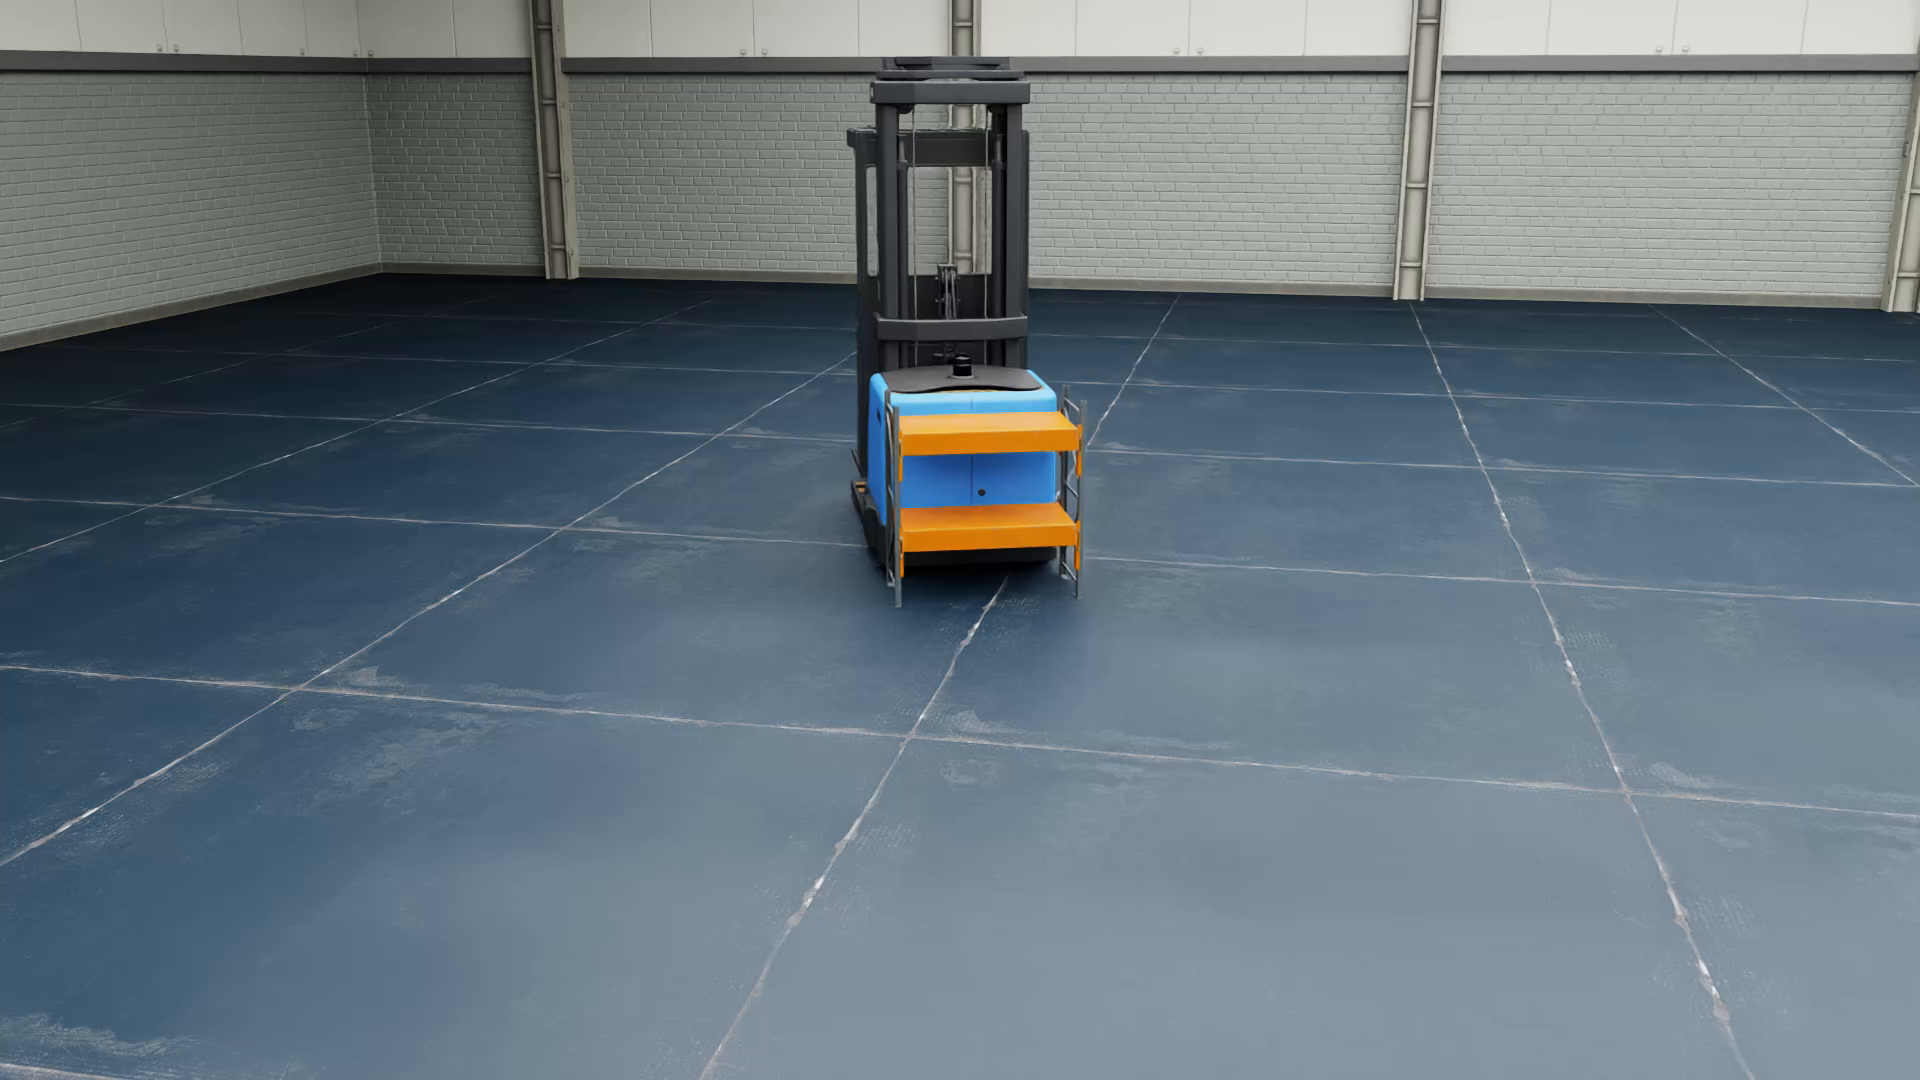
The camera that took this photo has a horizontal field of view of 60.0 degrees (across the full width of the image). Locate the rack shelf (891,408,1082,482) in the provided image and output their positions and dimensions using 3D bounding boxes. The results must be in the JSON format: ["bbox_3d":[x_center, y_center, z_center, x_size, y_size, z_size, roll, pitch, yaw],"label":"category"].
[{"bbox_3d":[0.131,-0.535,9.220,1.000,0.278,0.538,-2,16,-8],"label":"rack shelf"}]

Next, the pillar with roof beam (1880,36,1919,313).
[{"bbox_3d":[10.962,-6.094,15.636,0.400,9.000,9.100,3,16,11],"label":"pillar with roof beam"}]

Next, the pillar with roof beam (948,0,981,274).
[{"bbox_3d":[-0.797,-6.733,17.940,0.400,9.000,9.100,3,16,11],"label":"pillar with roof beam"}]

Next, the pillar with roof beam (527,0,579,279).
[{"bbox_3d":[-6.677,-7.052,19.093,0.400,9.000,9.100,3,16,11],"label":"pillar with roof beam"}]

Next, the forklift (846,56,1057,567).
[{"bbox_3d":[-0.146,-1.603,10.788,1.130,2.935,3.031,-2,16,-8],"label":"forklift"}]

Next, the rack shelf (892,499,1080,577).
[{"bbox_3d":[0.131,-0.017,9.364,1.000,0.278,0.538,-2,16,-8],"label":"rack shelf"}]

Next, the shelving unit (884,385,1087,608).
[{"bbox_3d":[0.131,-0.253,9.298,1.048,1.125,0.538,-2,16,-8],"label":"shelving unit"}]

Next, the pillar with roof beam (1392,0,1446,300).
[{"bbox_3d":[5.083,-6.413,16.788,0.400,9.000,9.100,3,16,11],"label":"pillar with roof beam"}]

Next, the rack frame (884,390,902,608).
[{"bbox_3d":[-0.372,-0.234,9.228,0.032,1.125,0.500,-2,16,-8],"label":"rack frame"}]

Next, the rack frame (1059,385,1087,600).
[{"bbox_3d":[0.634,-0.273,9.369,0.032,1.125,0.500,-2,16,-8],"label":"rack frame"}]
